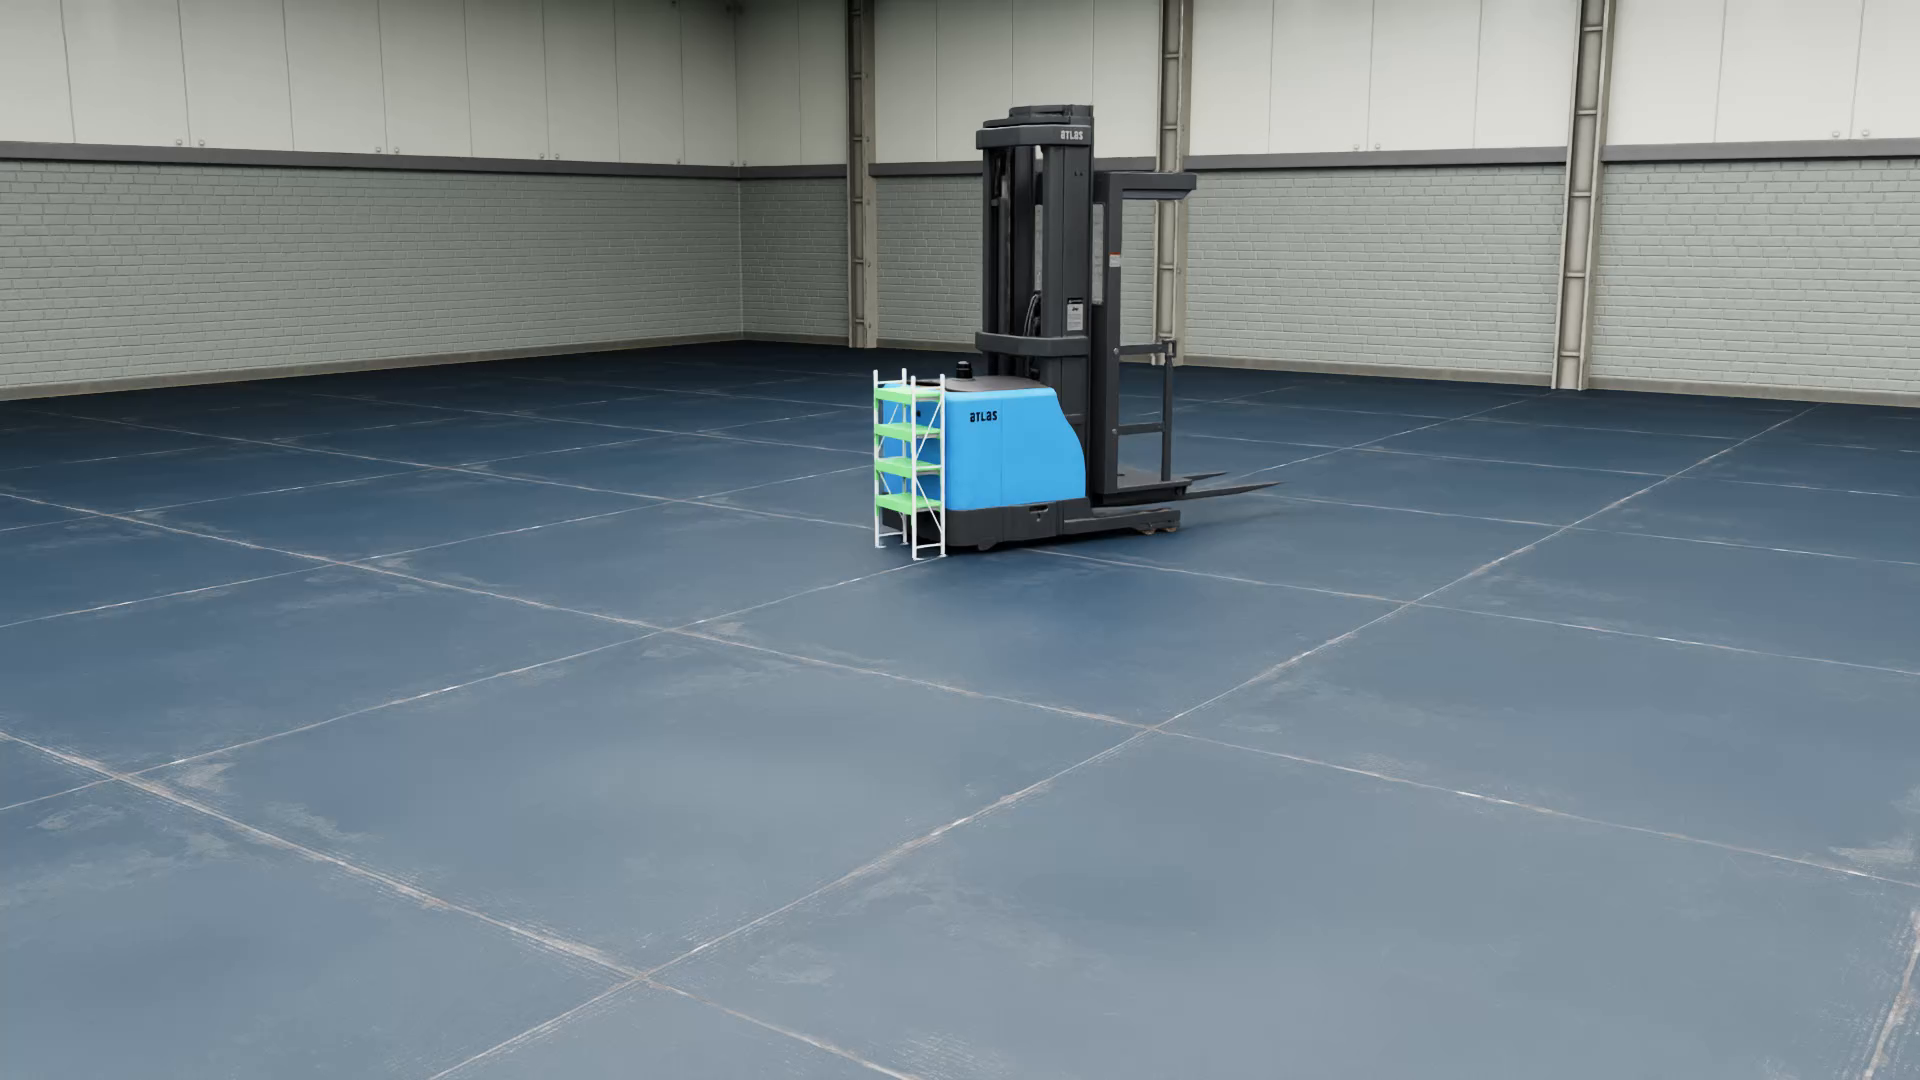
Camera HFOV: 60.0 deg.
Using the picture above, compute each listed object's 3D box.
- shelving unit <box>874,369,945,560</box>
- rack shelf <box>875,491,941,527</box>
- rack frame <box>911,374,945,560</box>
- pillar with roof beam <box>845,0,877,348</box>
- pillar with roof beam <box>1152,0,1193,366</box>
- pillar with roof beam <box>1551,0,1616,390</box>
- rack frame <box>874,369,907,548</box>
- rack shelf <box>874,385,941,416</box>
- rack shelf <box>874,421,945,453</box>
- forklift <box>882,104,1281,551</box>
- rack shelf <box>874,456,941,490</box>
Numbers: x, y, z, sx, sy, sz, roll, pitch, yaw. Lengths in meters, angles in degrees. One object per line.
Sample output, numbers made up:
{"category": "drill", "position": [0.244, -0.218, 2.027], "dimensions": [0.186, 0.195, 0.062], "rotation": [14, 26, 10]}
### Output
{"category": "shelving unit", "position": [-0.337, -0.508, 10.998], "dimensions": [0.258, 1.200, 0.503], "rotation": [-7, 13, -32]}
{"category": "rack shelf", "position": [-0.337, -0.210, 11.055], "dimensions": [0.258, 0.148, 0.480], "rotation": [-7, 13, -32]}
{"category": "rack frame", "position": [-0.206, -0.469, 10.796], "dimensions": [0.240, 1.200, 0.015], "rotation": [-7, 13, -32]}
{"category": "pillar with roof beam", "position": [-4.222, -7.097, 24.524], "dimensions": [0.400, 9.000, 9.100], "rotation": [8, 13, 36]}
{"category": "pillar with roof beam", "position": [0.614, -6.423, 21.037], "dimensions": [0.400, 9.000, 9.100], "rotation": [8, 13, 36]}
{"category": "pillar with roof beam", "position": [5.450, -5.748, 17.550], "dimensions": [0.400, 9.000, 9.100], "rotation": [8, 13, 36]}
{"category": "rack frame", "position": [-0.468, -0.547, 11.200], "dimensions": [0.240, 1.200, 0.015], "rotation": [-7, 13, -32]}
{"category": "rack shelf", "position": [-0.337, -0.917, 10.919], "dimensions": [0.258, 0.148, 0.480], "rotation": [-7, 13, -32]}
{"category": "rack shelf", "position": [-0.337, -0.681, 10.964], "dimensions": [0.258, 0.148, 0.480], "rotation": [-7, 13, -32]}
{"category": "forklift", "position": [0.973, -1.555, 11.848], "dimensions": [3.031, 2.935, 1.130], "rotation": [-7, 13, -31]}
{"category": "rack shelf", "position": [-0.337, -0.445, 11.010], "dimensions": [0.258, 0.148, 0.480], "rotation": [-7, 13, -32]}
